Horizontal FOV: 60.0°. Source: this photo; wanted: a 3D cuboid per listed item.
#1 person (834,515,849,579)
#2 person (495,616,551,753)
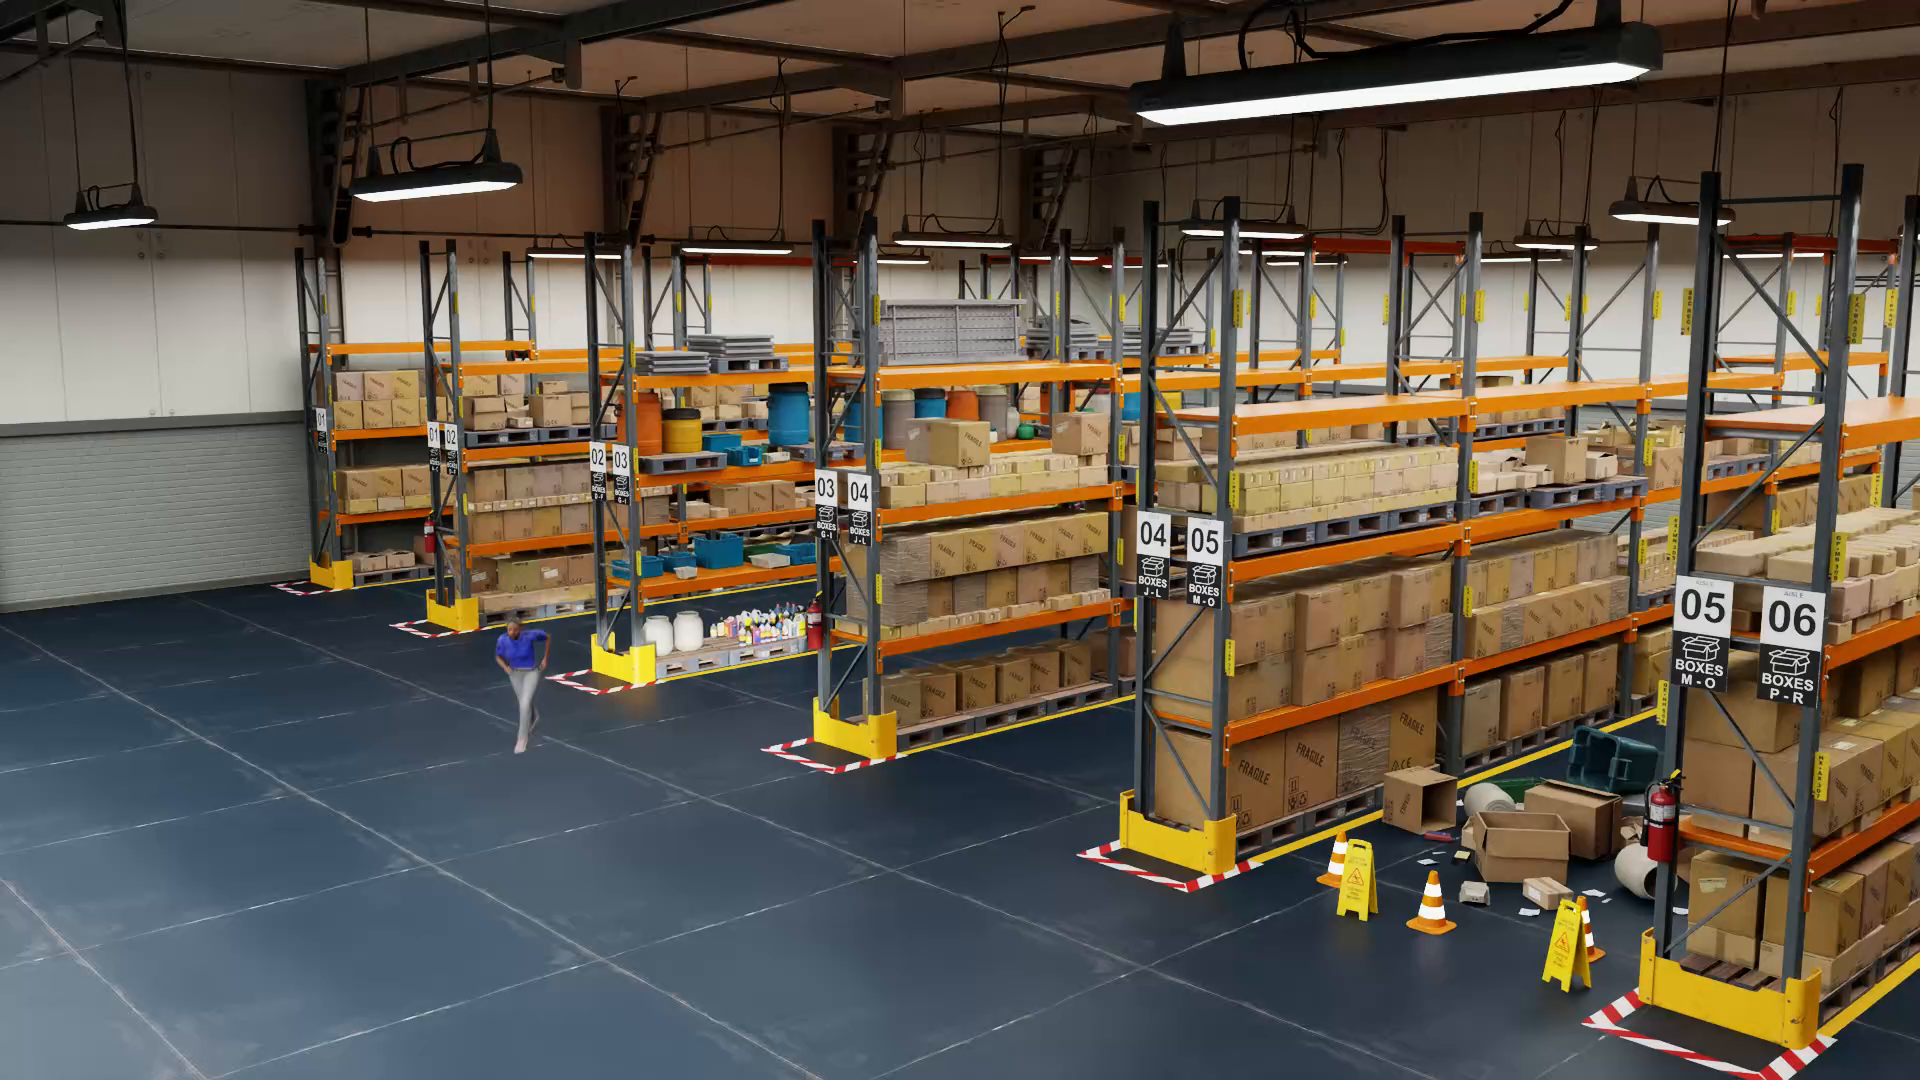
[{"bbox_3d":[-2.114,-0.215,28.859,0.676,1.760,0.586,7,11,40],"label":"person"},{"bbox_3d":[-5.023,1.610,19.259,0.619,1.615,0.951,0,8,-2],"label":"person"}]
